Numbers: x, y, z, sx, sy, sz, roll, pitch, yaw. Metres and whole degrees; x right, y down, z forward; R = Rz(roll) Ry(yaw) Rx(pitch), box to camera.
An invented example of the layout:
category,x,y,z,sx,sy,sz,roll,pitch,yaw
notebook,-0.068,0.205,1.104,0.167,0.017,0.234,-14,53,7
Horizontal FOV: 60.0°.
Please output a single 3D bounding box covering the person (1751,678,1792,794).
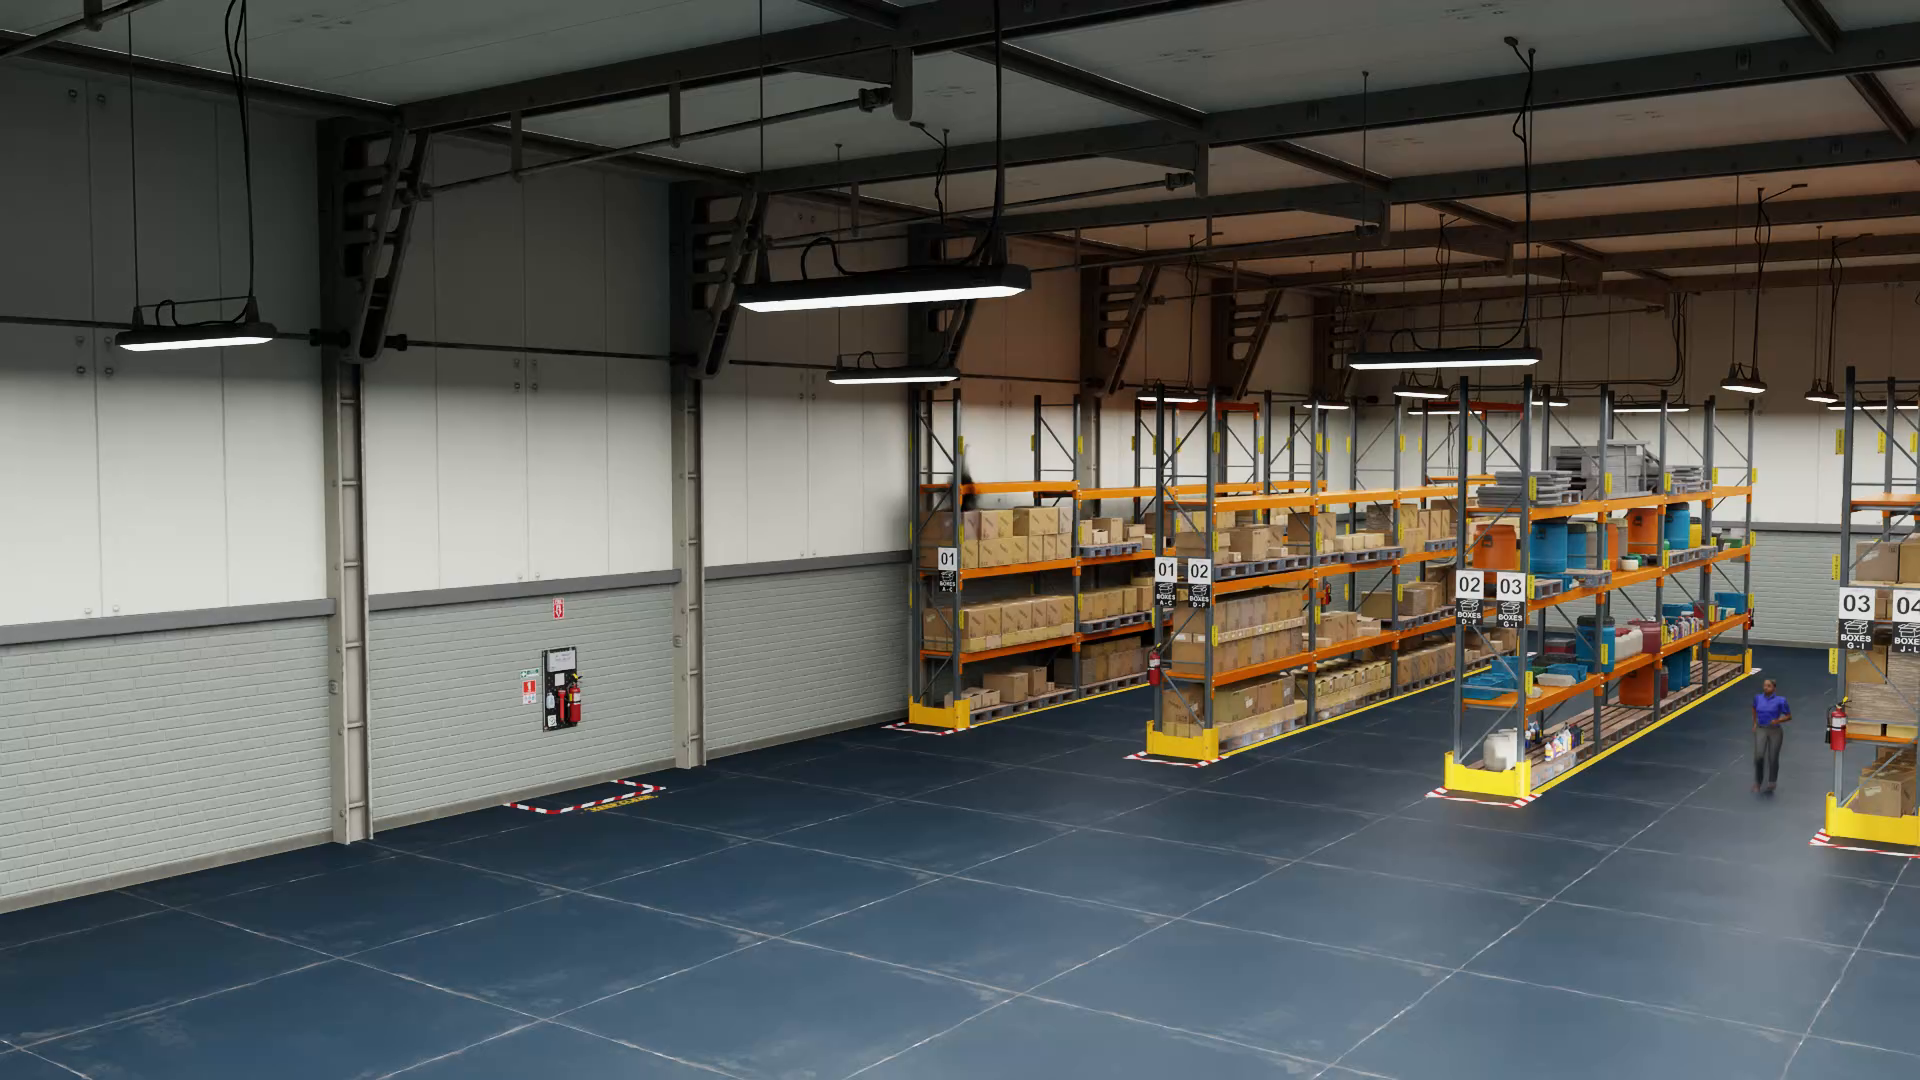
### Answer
category,x,y,z,sx,sy,sz,roll,pitch,yaw
person,11.653,2.824,23.914,0.554,1.690,0.730,2,4,32
